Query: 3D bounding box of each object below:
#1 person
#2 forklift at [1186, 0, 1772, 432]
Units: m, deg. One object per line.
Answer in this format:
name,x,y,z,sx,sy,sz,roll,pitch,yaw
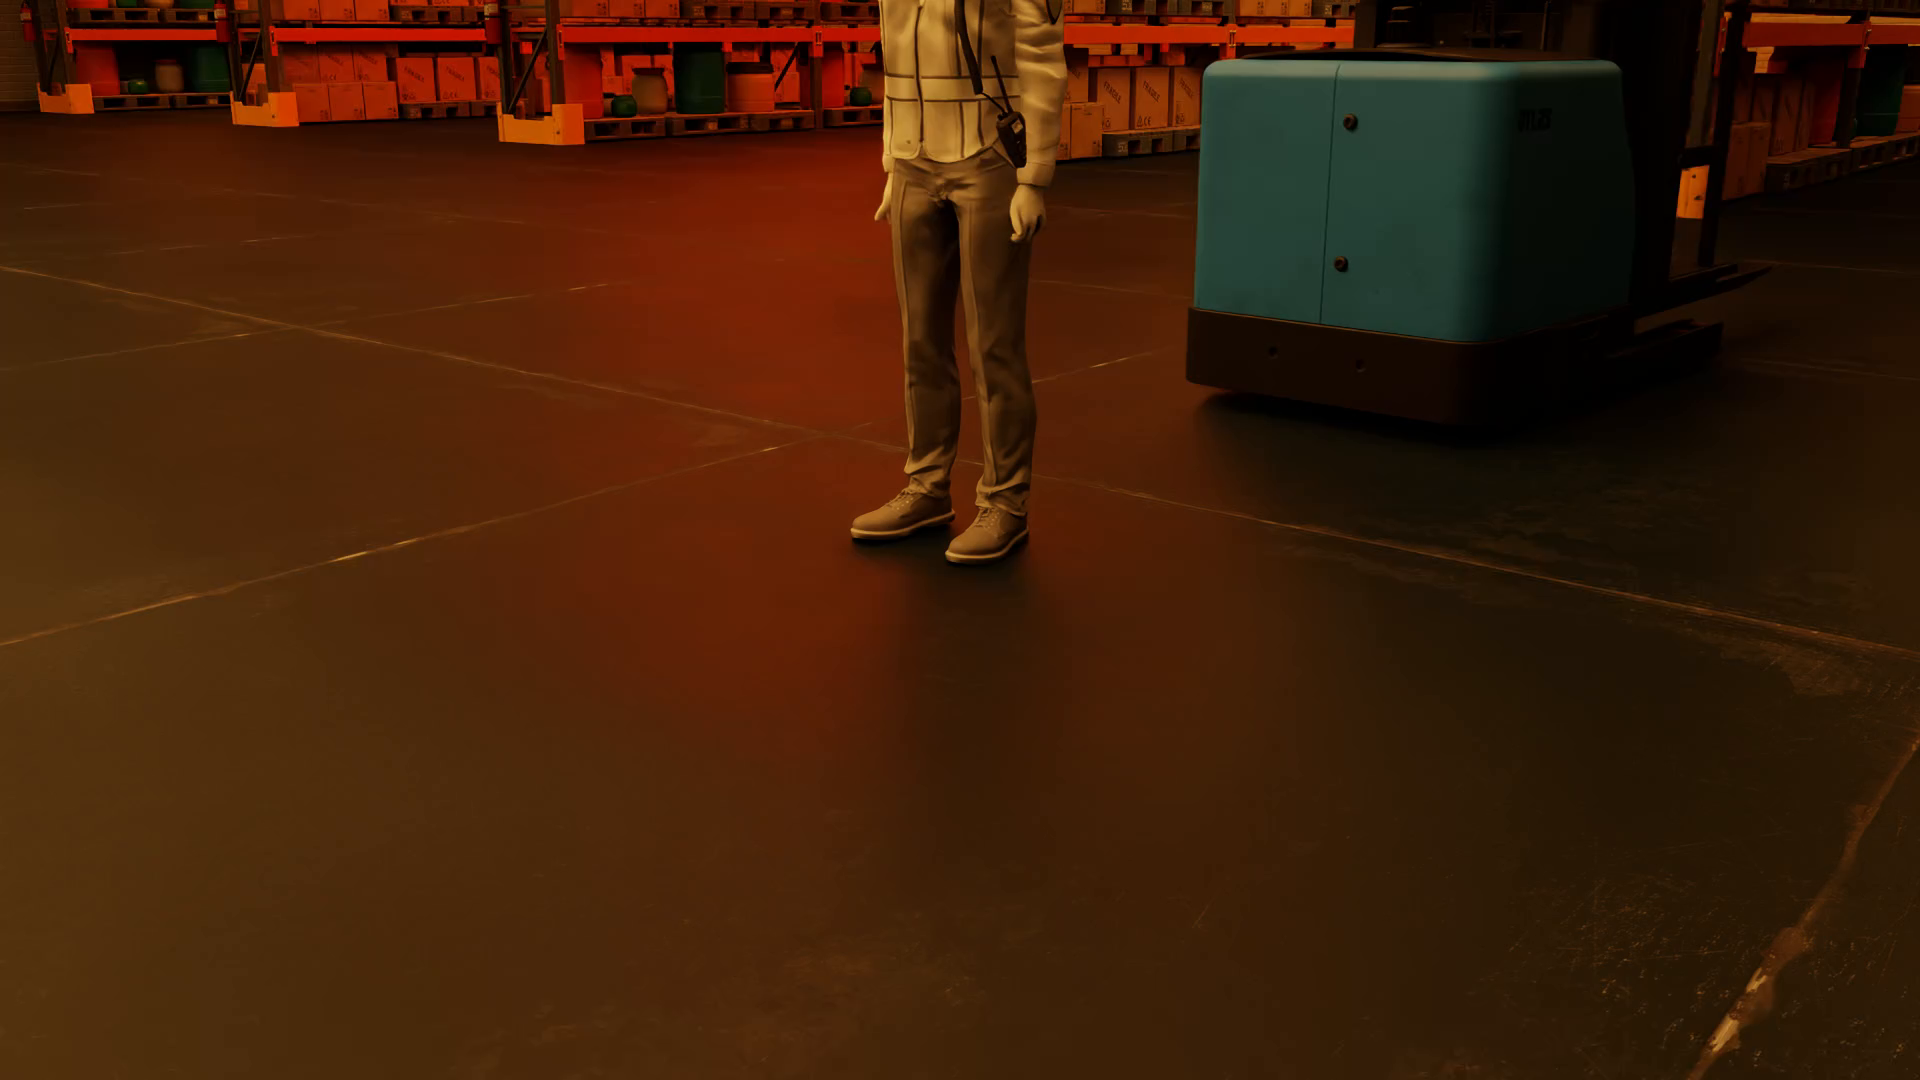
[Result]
person,0.005,-0.806,3.693,0.461,1.694,0.354,13,21,37
forklift,2.105,-2.073,5.723,1.130,2.935,3.031,15,22,41
